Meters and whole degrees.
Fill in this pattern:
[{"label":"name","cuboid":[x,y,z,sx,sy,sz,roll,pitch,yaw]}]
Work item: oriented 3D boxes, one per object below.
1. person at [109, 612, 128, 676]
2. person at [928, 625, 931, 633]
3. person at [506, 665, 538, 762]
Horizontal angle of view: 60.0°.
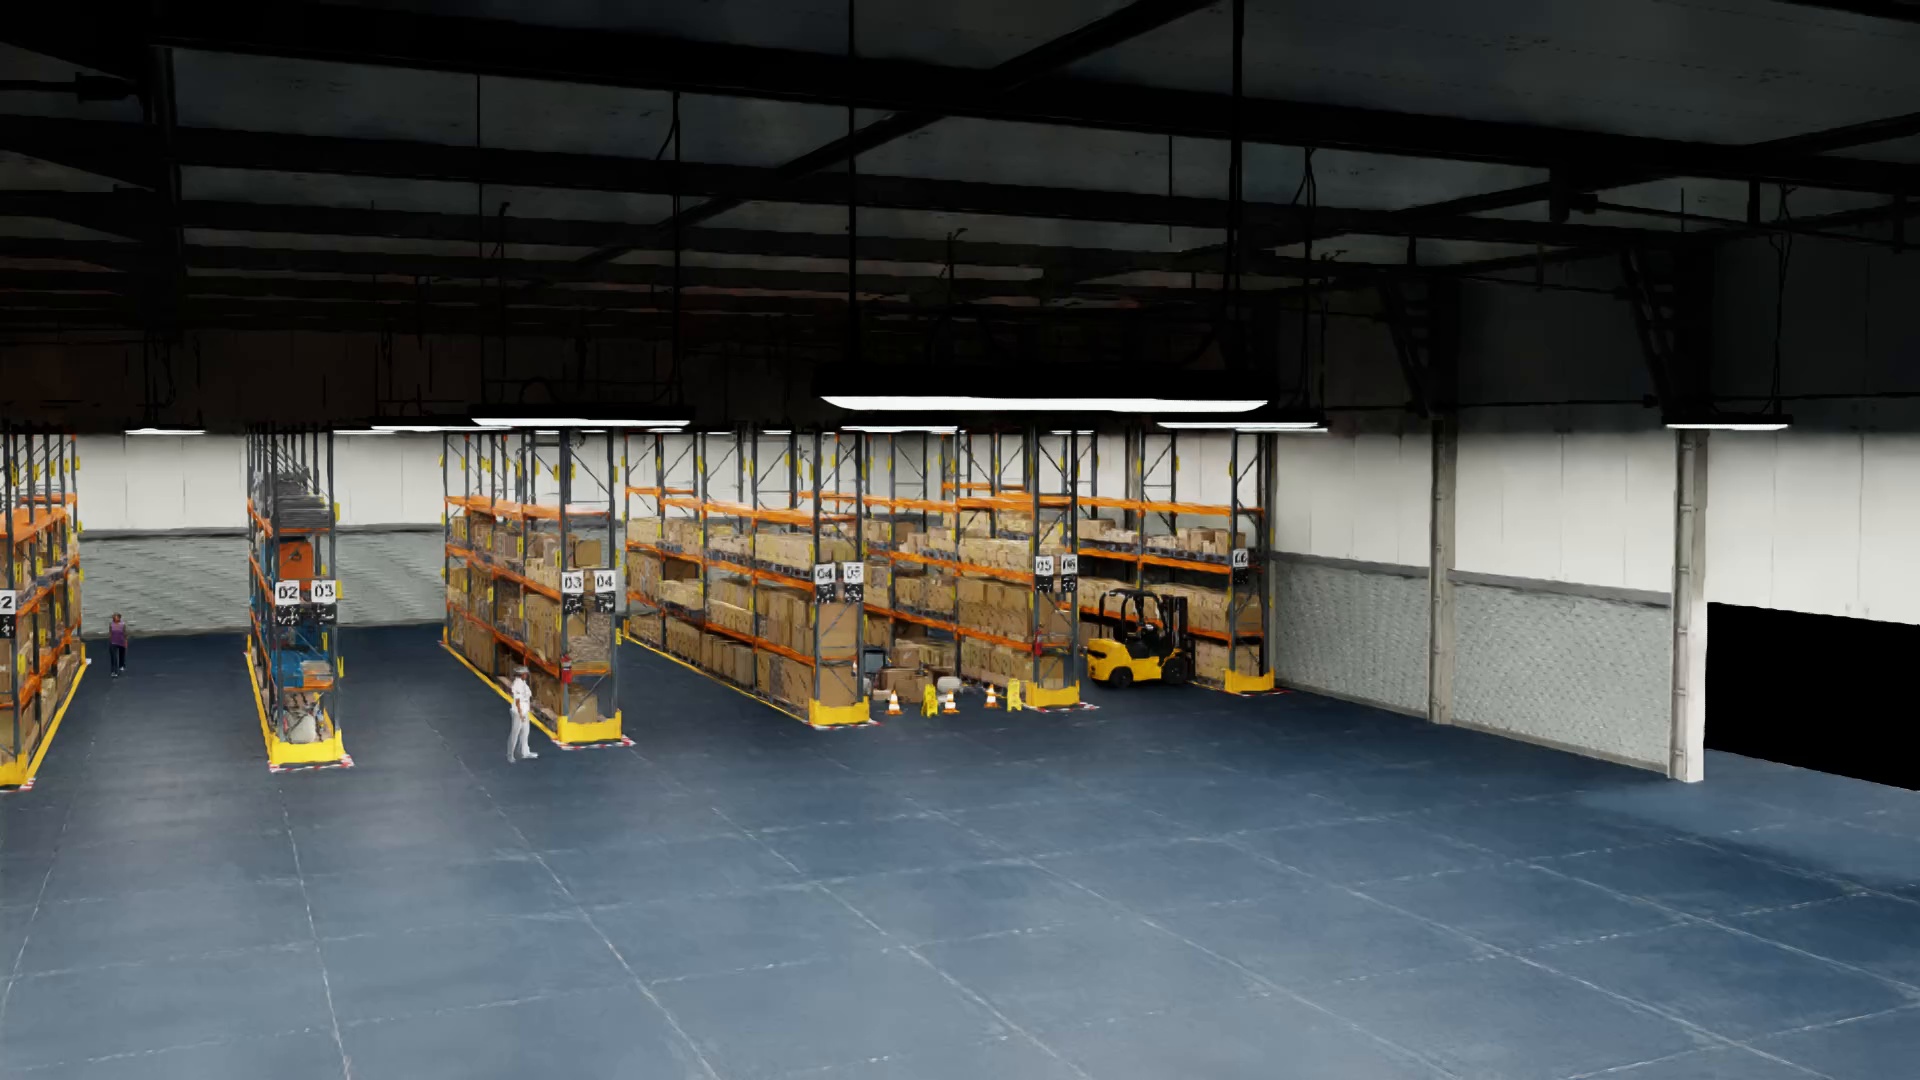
[{"label":"person","cuboid":[-20.133,2.467,39.785,0.416,1.525,1.034,-2,4,-26]},{"label":"person","cuboid":[-1.112,1.906,48.133,0.532,1.588,0.535,0,4,-2]},{"label":"person","cuboid":[-7.761,3.049,29.361,0.466,1.674,0.593,0,4,0]}]
